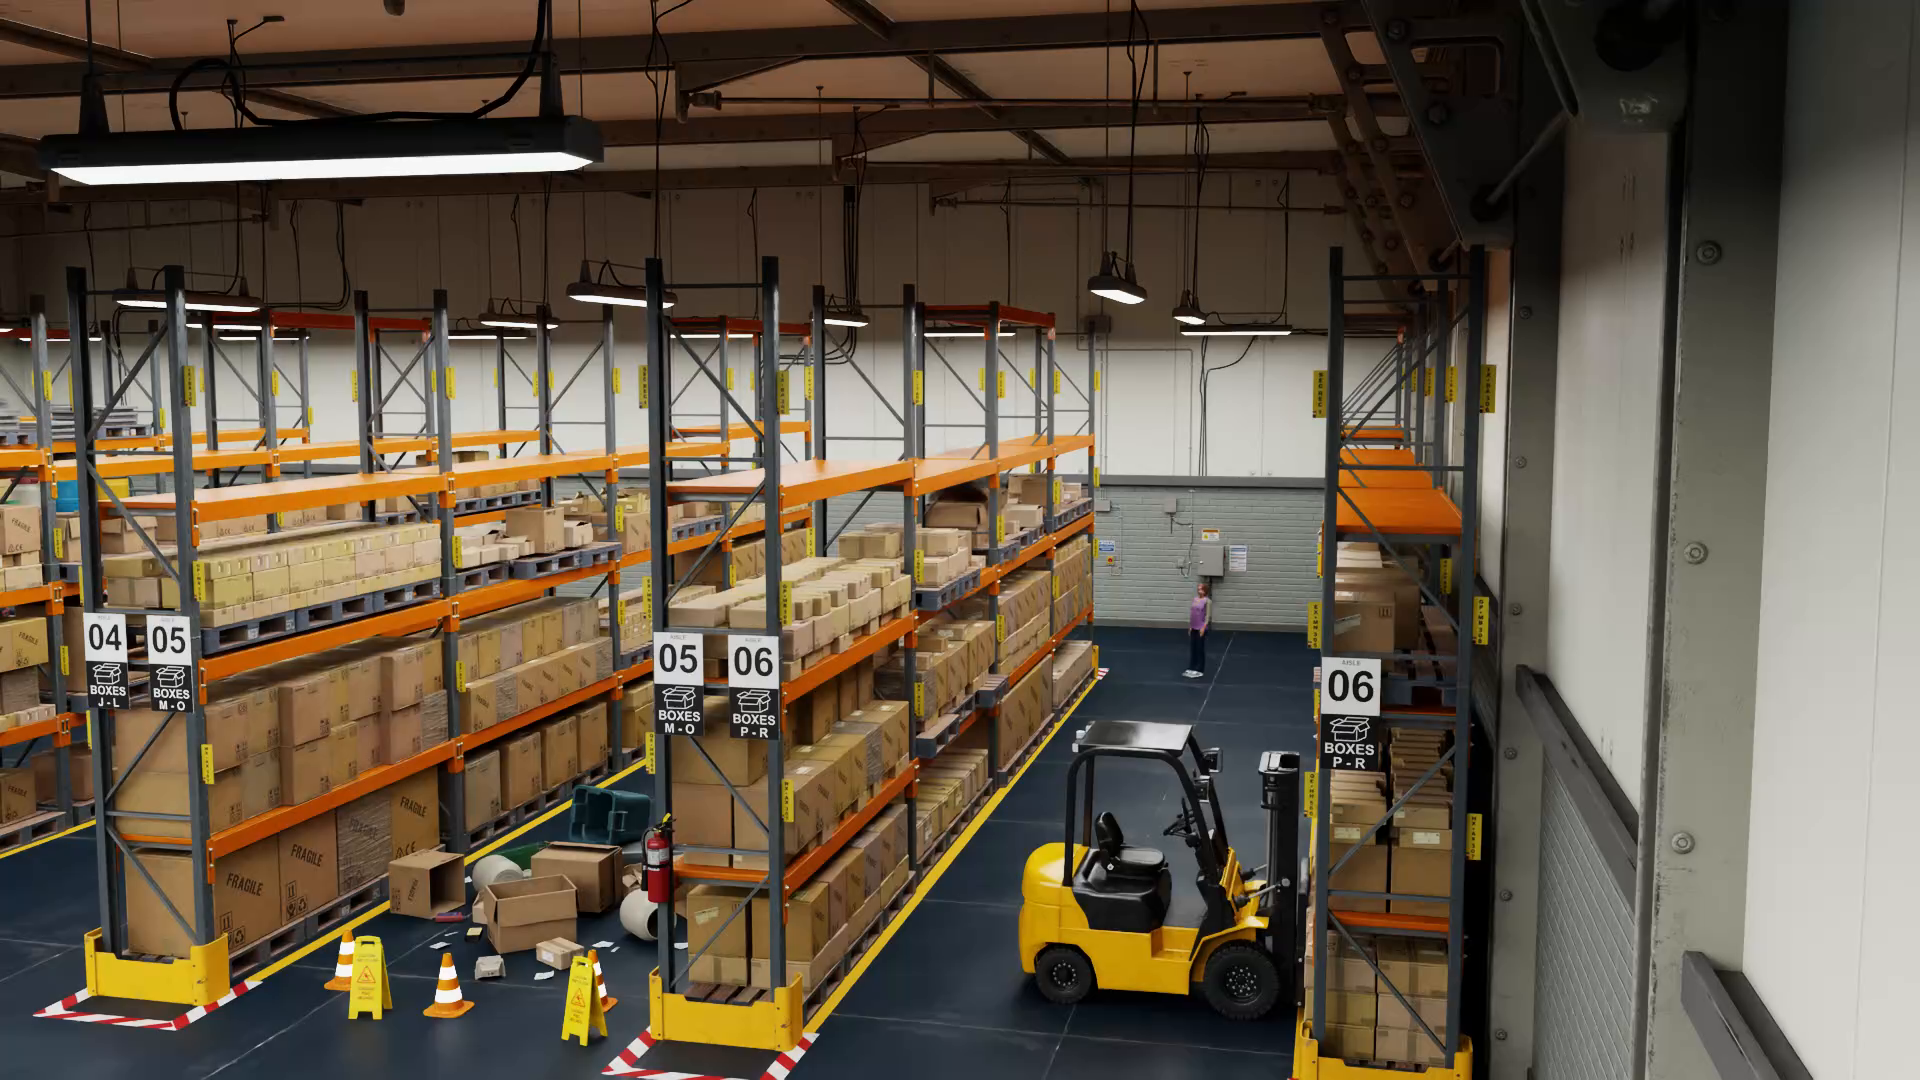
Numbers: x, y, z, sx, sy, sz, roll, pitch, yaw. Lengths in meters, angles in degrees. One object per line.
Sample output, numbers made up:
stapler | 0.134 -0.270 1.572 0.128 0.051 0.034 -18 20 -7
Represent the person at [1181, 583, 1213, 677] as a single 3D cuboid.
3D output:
person | 4.050 1.547 28.204 0.436 1.599 0.465 -2 6 -23
